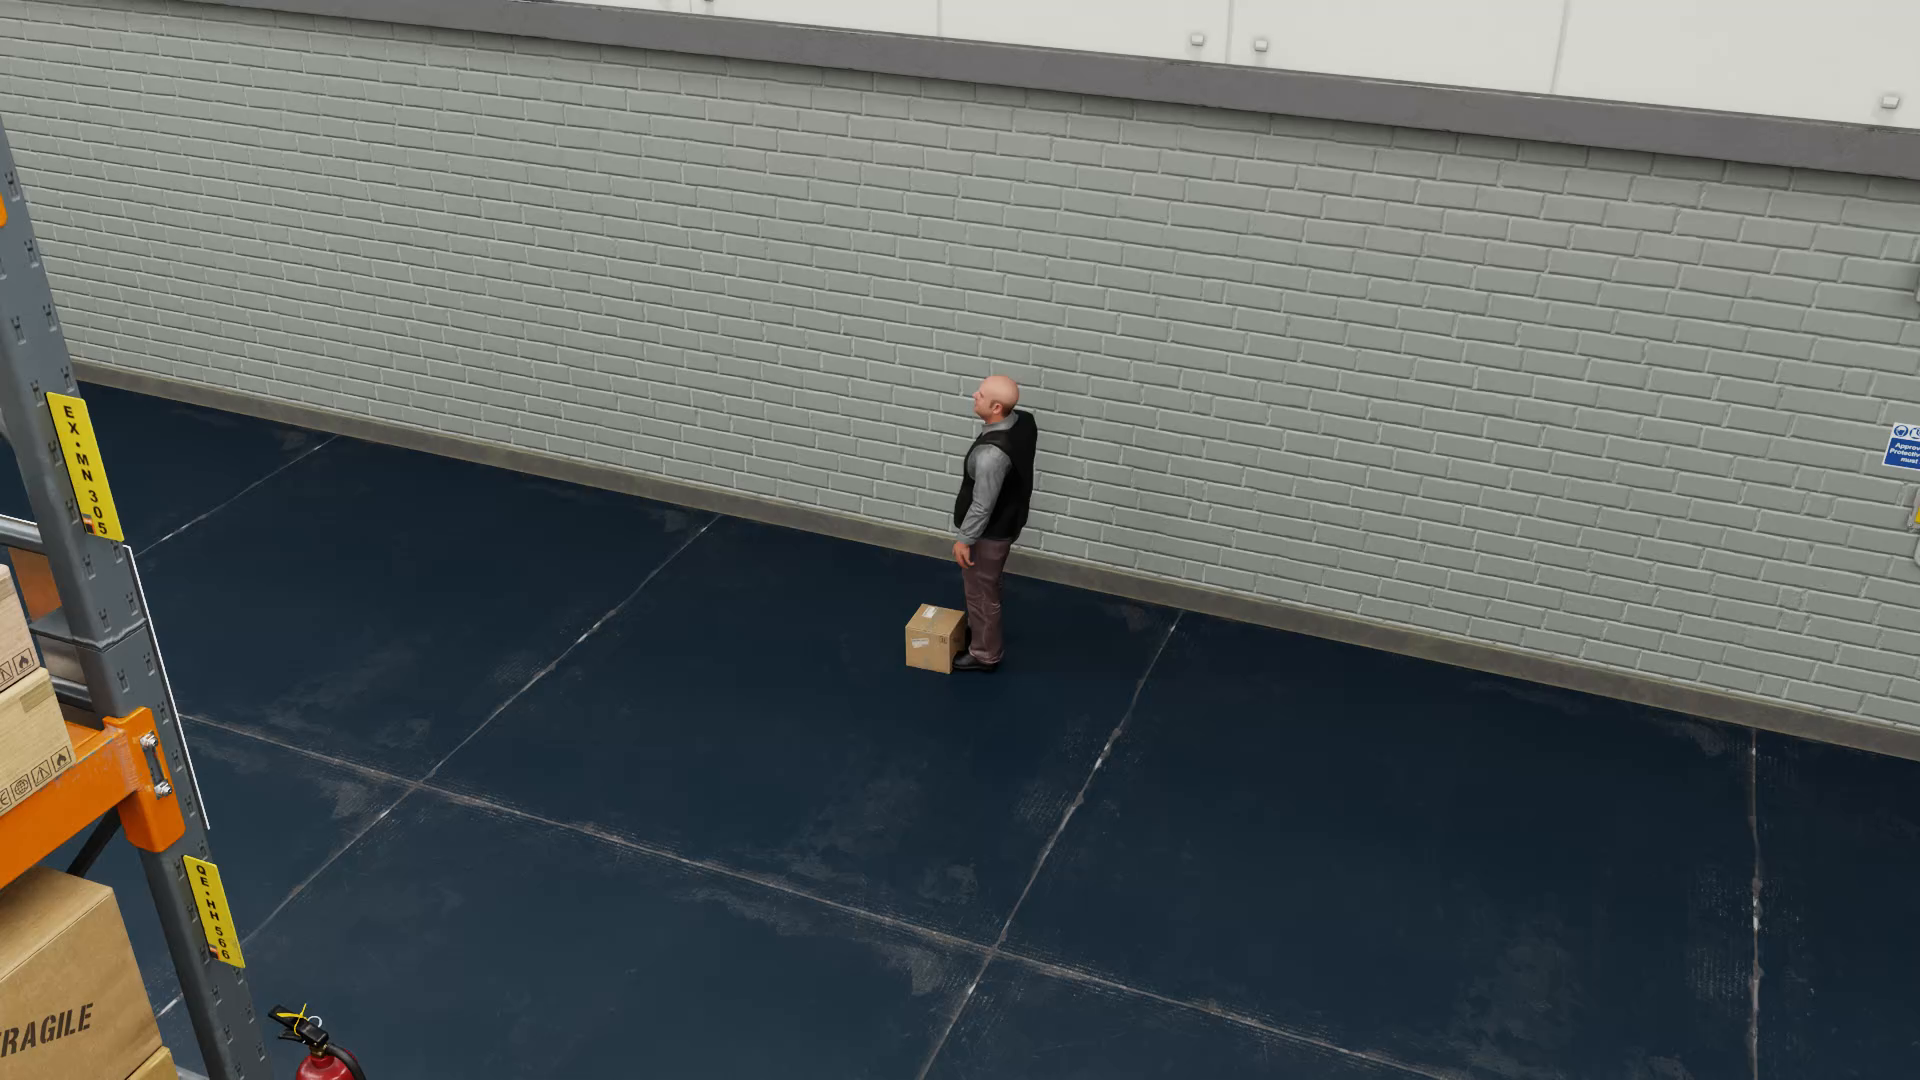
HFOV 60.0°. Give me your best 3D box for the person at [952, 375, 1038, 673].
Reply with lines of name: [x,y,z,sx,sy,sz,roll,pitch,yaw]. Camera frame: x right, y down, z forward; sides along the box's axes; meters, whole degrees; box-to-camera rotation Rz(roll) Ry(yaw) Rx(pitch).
person: [0.090,-0.087,8.562,0.565,1.723,0.634,11,31,19]
